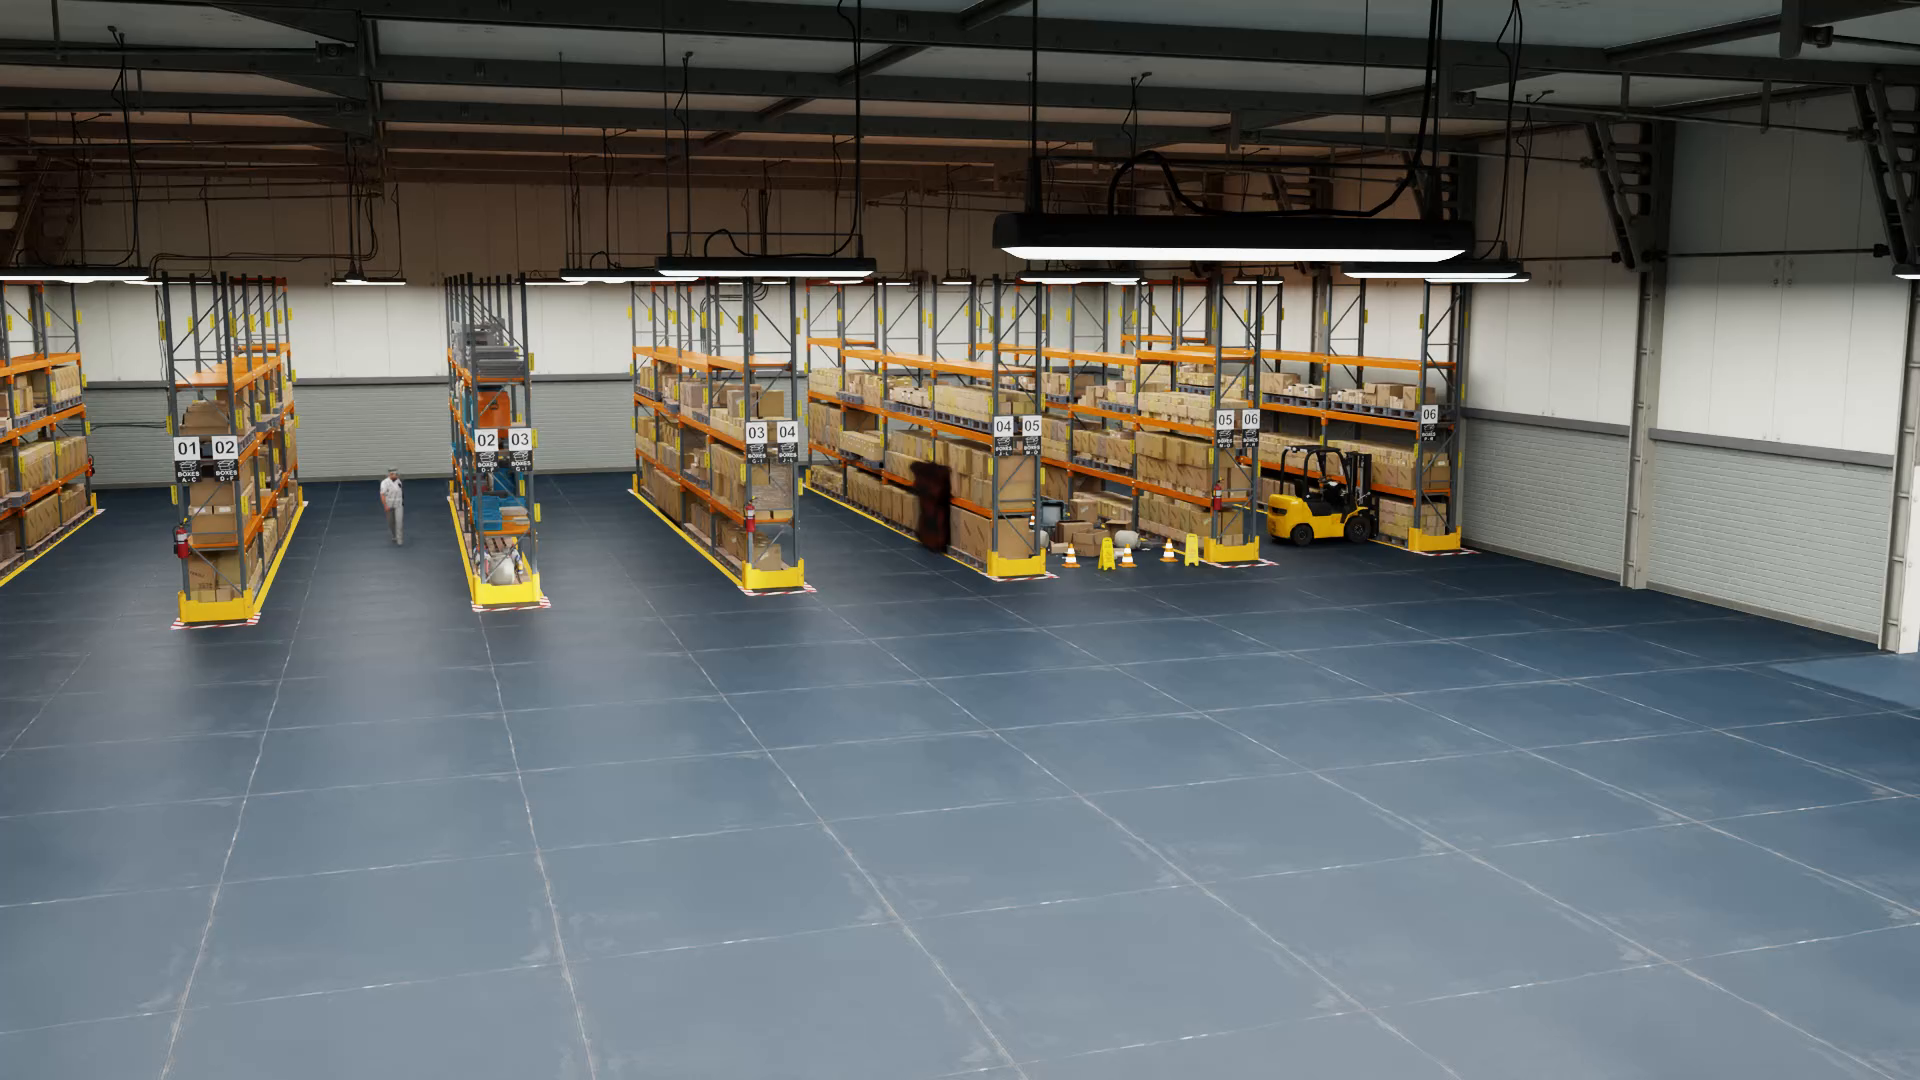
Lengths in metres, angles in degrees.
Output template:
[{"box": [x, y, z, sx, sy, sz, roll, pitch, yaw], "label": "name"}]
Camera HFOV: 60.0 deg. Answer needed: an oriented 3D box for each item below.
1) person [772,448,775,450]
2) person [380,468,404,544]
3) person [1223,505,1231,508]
[{"box": [-5.649, -2.414, 48.543, 0.599, 1.642, 0.714, 8, 12, 44], "label": "person"}, {"box": [-12.795, -0.785, 37.488, 0.514, 1.694, 1.084, -3, 9, -19], "label": "person"}, {"box": [6.364, -1.057, 39.605, 0.412, 1.670, 0.492, 2, 9, 12], "label": "person"}]
